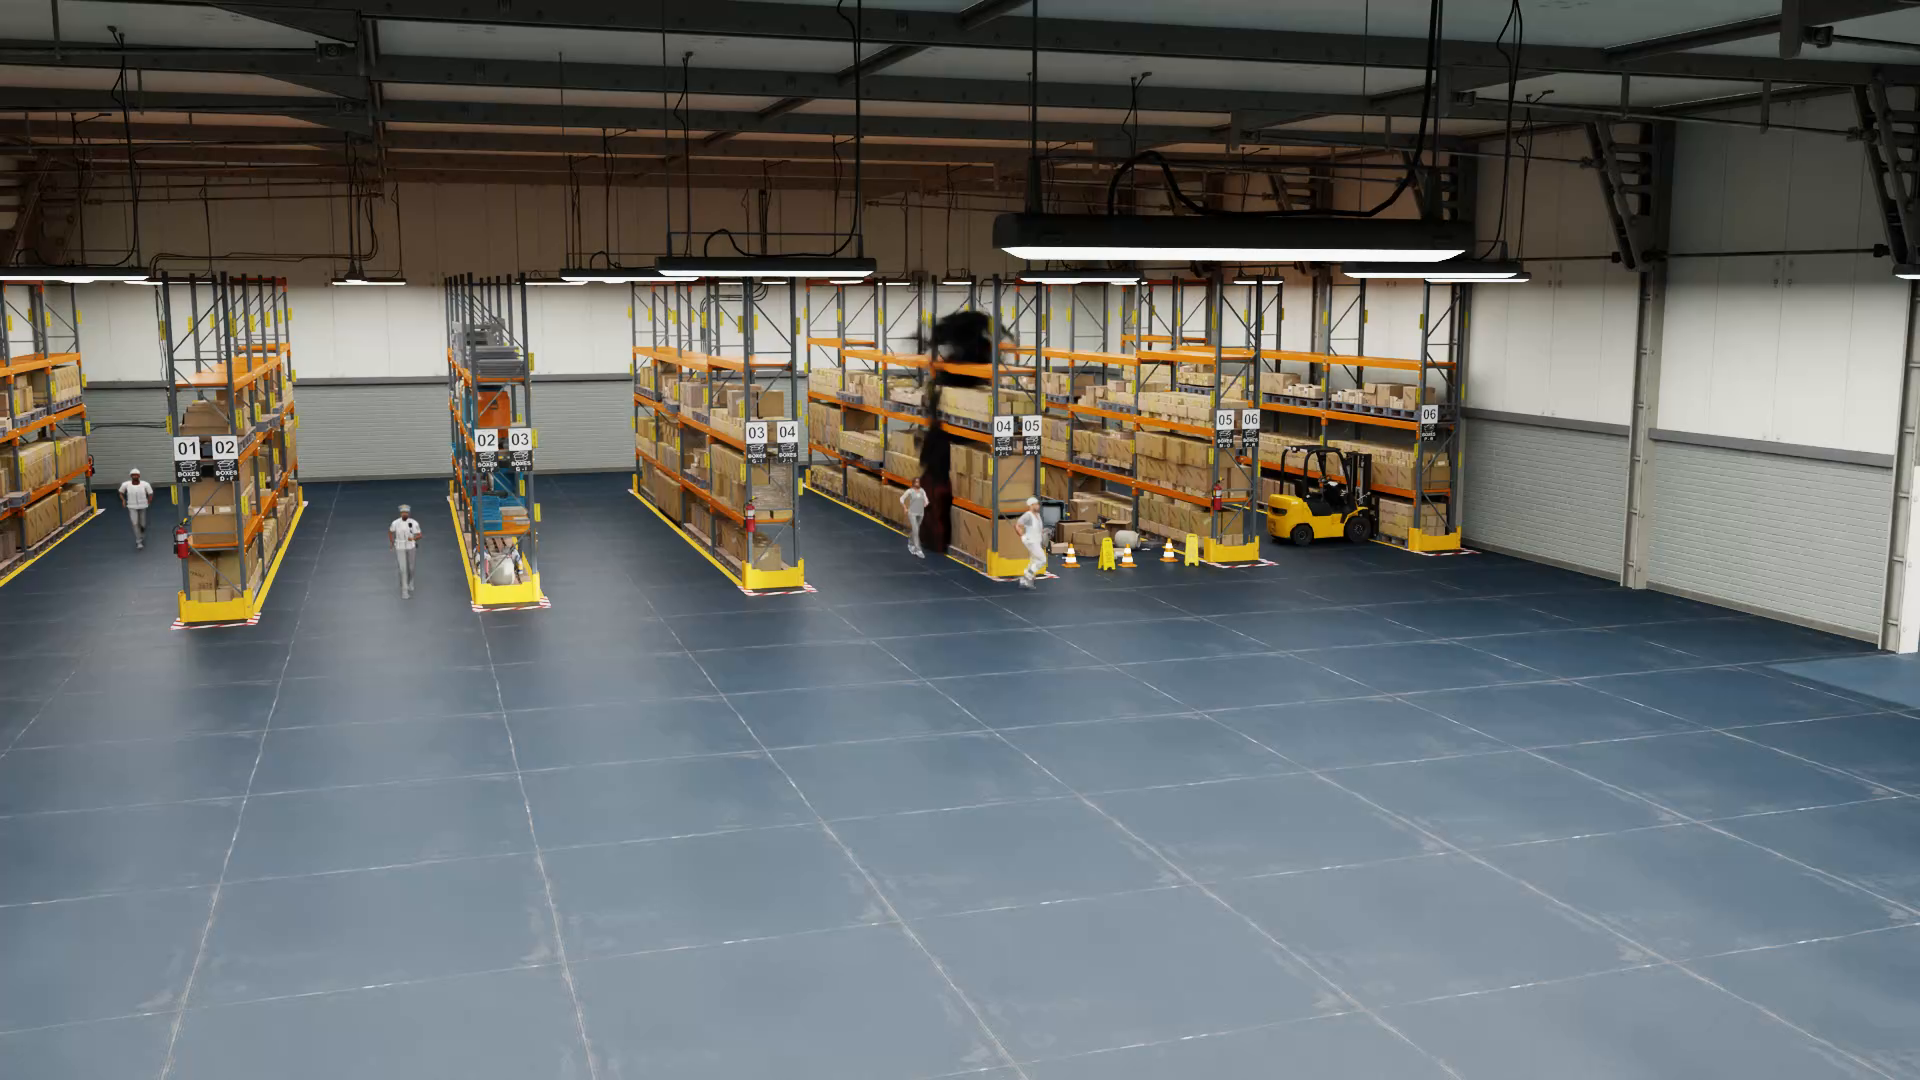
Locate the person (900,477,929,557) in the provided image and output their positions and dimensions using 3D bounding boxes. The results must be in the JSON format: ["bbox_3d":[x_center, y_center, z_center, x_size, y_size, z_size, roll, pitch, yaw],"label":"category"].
[{"bbox_3d":[-0.899,-0.473,33.934,0.541,1.599,0.780,-5,10,-29],"label":"person"}]

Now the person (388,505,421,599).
[{"bbox_3d":[-10.386,0.180,31.163,0.580,1.706,0.893,-3,9,-20],"label":"person"}]

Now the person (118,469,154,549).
[{"bbox_3d":[-18.341,-0.714,37.069,0.700,1.762,0.881,-5,10,-28],"label":"person"}]

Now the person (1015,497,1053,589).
[{"bbox_3d":[1.441,0.061,31.748,0.653,1.748,0.646,4,9,23],"label":"person"}]
